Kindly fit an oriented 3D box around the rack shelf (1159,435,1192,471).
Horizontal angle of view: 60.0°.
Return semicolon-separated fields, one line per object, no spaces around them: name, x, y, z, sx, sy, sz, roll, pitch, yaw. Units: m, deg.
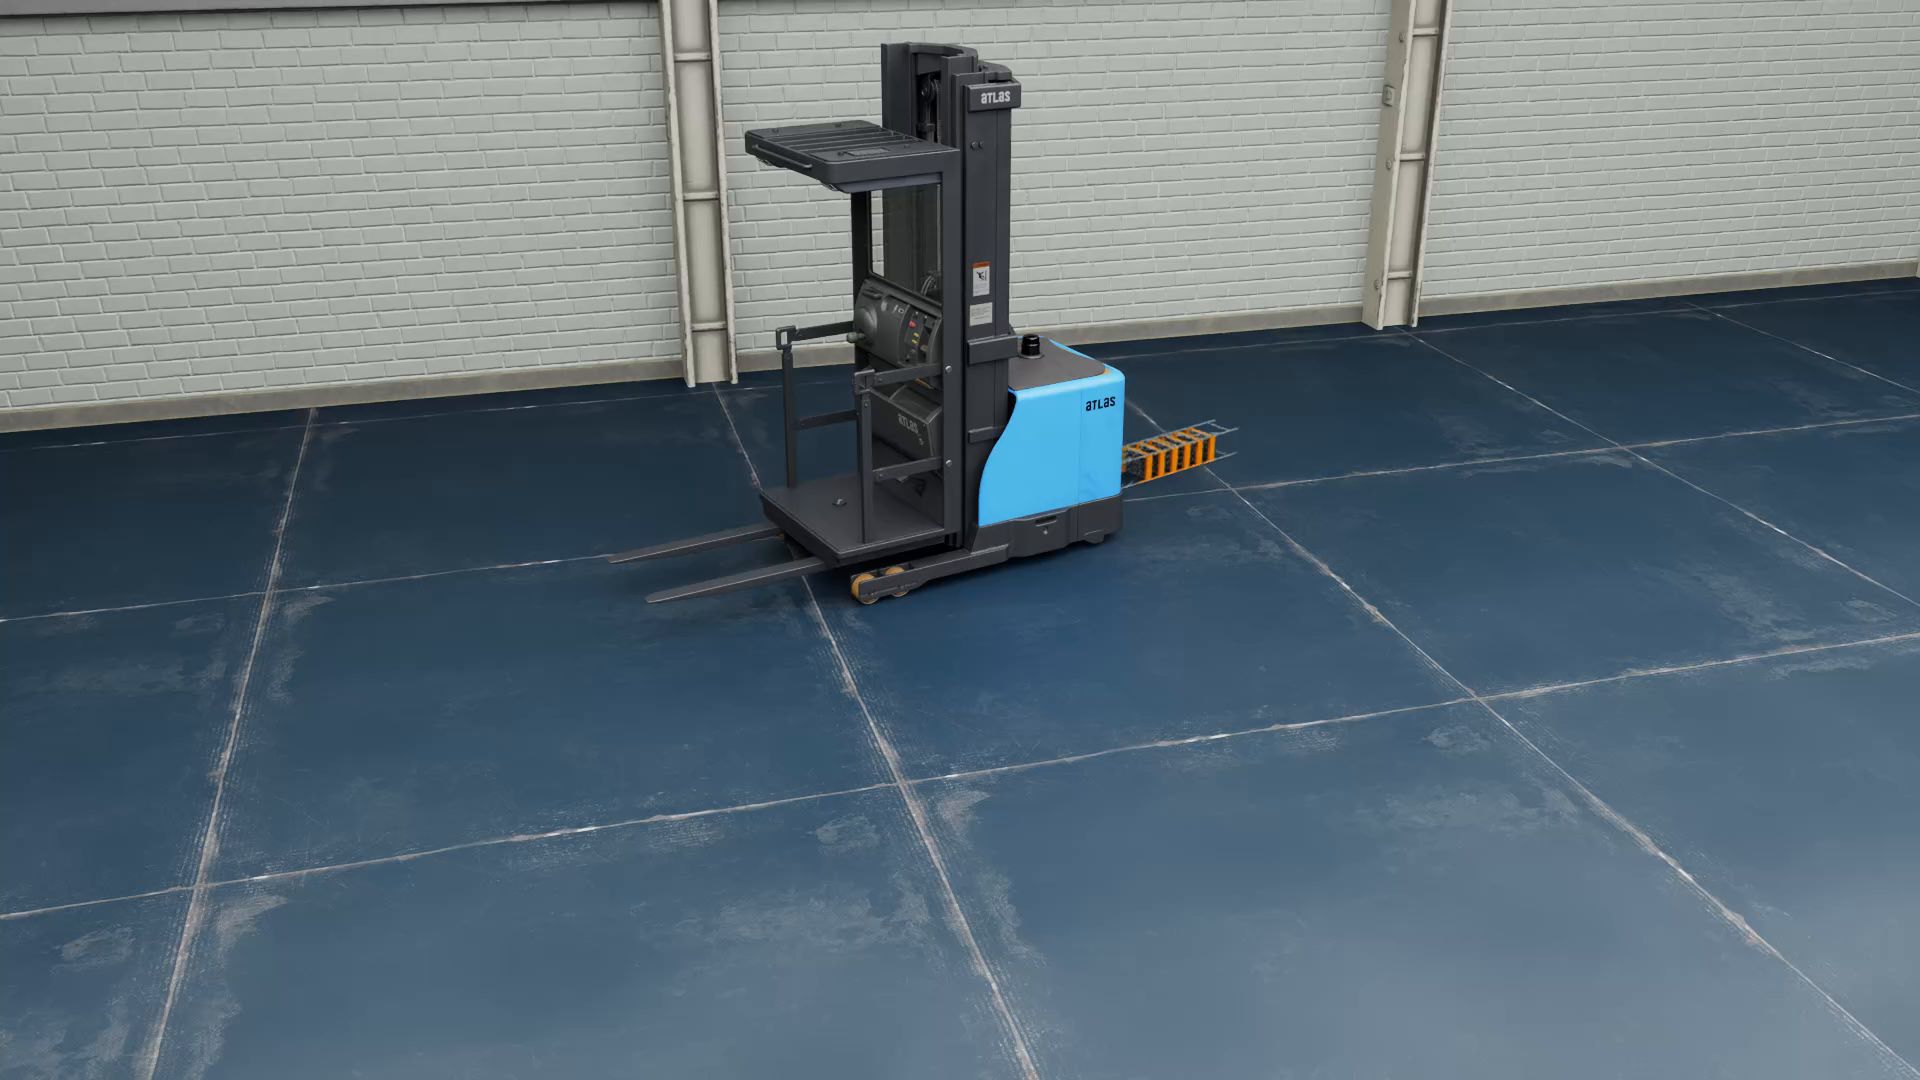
rack shelf;1.460;-0.602;11.407;0.103;0.180;0.258;-17;29;-35

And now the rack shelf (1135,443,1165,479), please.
rack shelf;1.271;-0.543;11.271;0.103;0.180;0.258;-17;29;-35

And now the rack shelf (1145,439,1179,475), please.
rack shelf;1.365;-0.573;11.339;0.103;0.180;0.258;-17;29;-35

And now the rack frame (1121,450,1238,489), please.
rack frame;1.400;-0.499;11.400;1.200;0.006;0.240;-17;29;-35

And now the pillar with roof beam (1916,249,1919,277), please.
pillar with roof beam;10.733;-5.057;10.624;0.400;9.000;9.100;-6;24;-14

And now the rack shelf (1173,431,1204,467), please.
rack shelf;1.554;-0.631;11.475;0.103;0.180;0.258;-17;29;-35

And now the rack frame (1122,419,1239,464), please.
rack frame;1.400;-0.667;11.328;1.200;0.006;0.240;-17;29;-35

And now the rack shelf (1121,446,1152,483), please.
rack shelf;1.176;-0.514;11.203;0.103;0.180;0.258;-17;29;-35

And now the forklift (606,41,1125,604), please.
forklift;-0.537;-1.223;9.382;3.031;2.935;1.130;-13;26;-28

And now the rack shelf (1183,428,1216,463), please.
rack shelf;1.648;-0.660;11.543;0.103;0.180;0.258;-17;29;-35

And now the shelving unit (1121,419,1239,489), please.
shelving unit;1.400;-0.583;11.364;1.200;0.189;0.258;-17;29;-35
